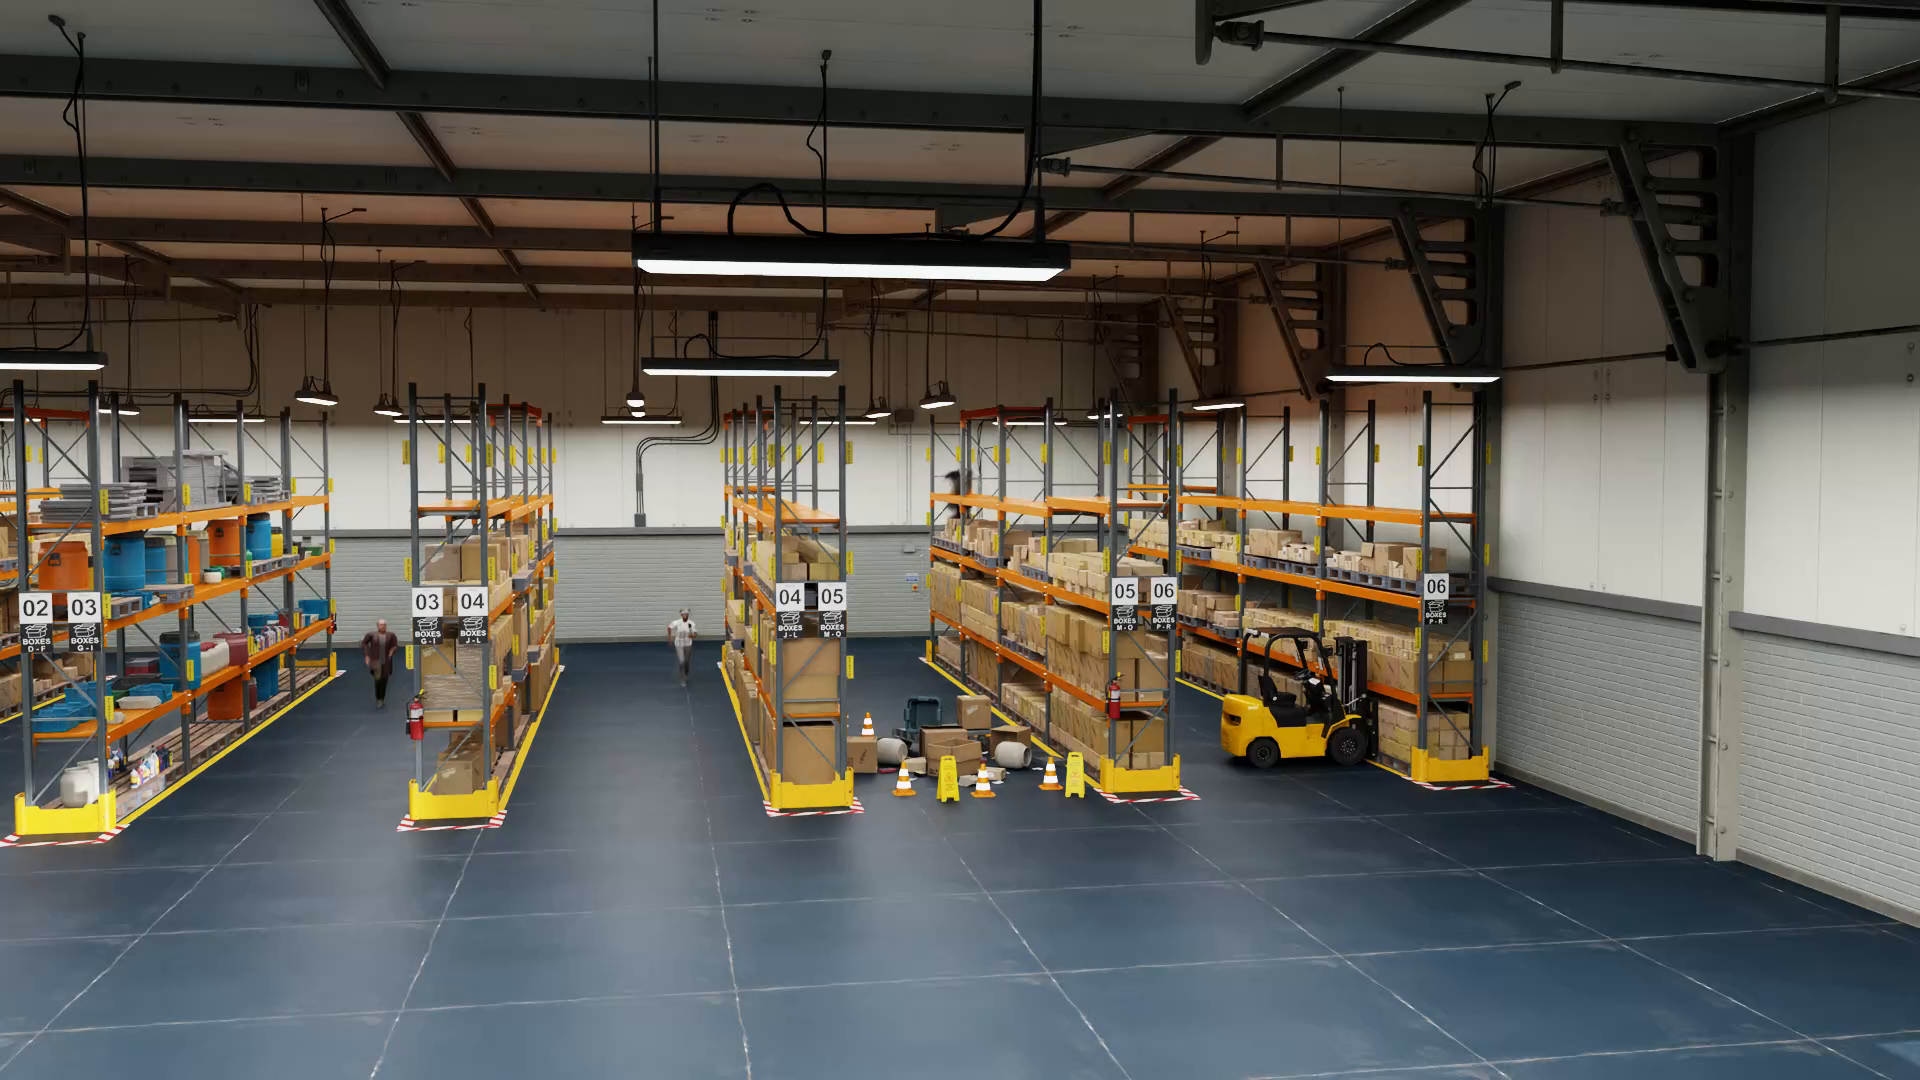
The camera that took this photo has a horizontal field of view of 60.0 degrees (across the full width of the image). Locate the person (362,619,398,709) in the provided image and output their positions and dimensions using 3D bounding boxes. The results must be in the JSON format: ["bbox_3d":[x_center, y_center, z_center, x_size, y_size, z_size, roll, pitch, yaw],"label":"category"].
[{"bbox_3d":[-11.527,2.462,33.090,0.652,1.792,0.889,-2,3,-29],"label":"person"}]

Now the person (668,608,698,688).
[{"bbox_3d":[-6.032,2.330,36.200,0.619,1.739,0.872,-1,3,-17],"label":"person"}]

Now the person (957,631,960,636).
[{"bbox_3d":[0.232,2.038,41.752,0.849,1.709,0.556,-1,3,-18],"label":"person"}]
